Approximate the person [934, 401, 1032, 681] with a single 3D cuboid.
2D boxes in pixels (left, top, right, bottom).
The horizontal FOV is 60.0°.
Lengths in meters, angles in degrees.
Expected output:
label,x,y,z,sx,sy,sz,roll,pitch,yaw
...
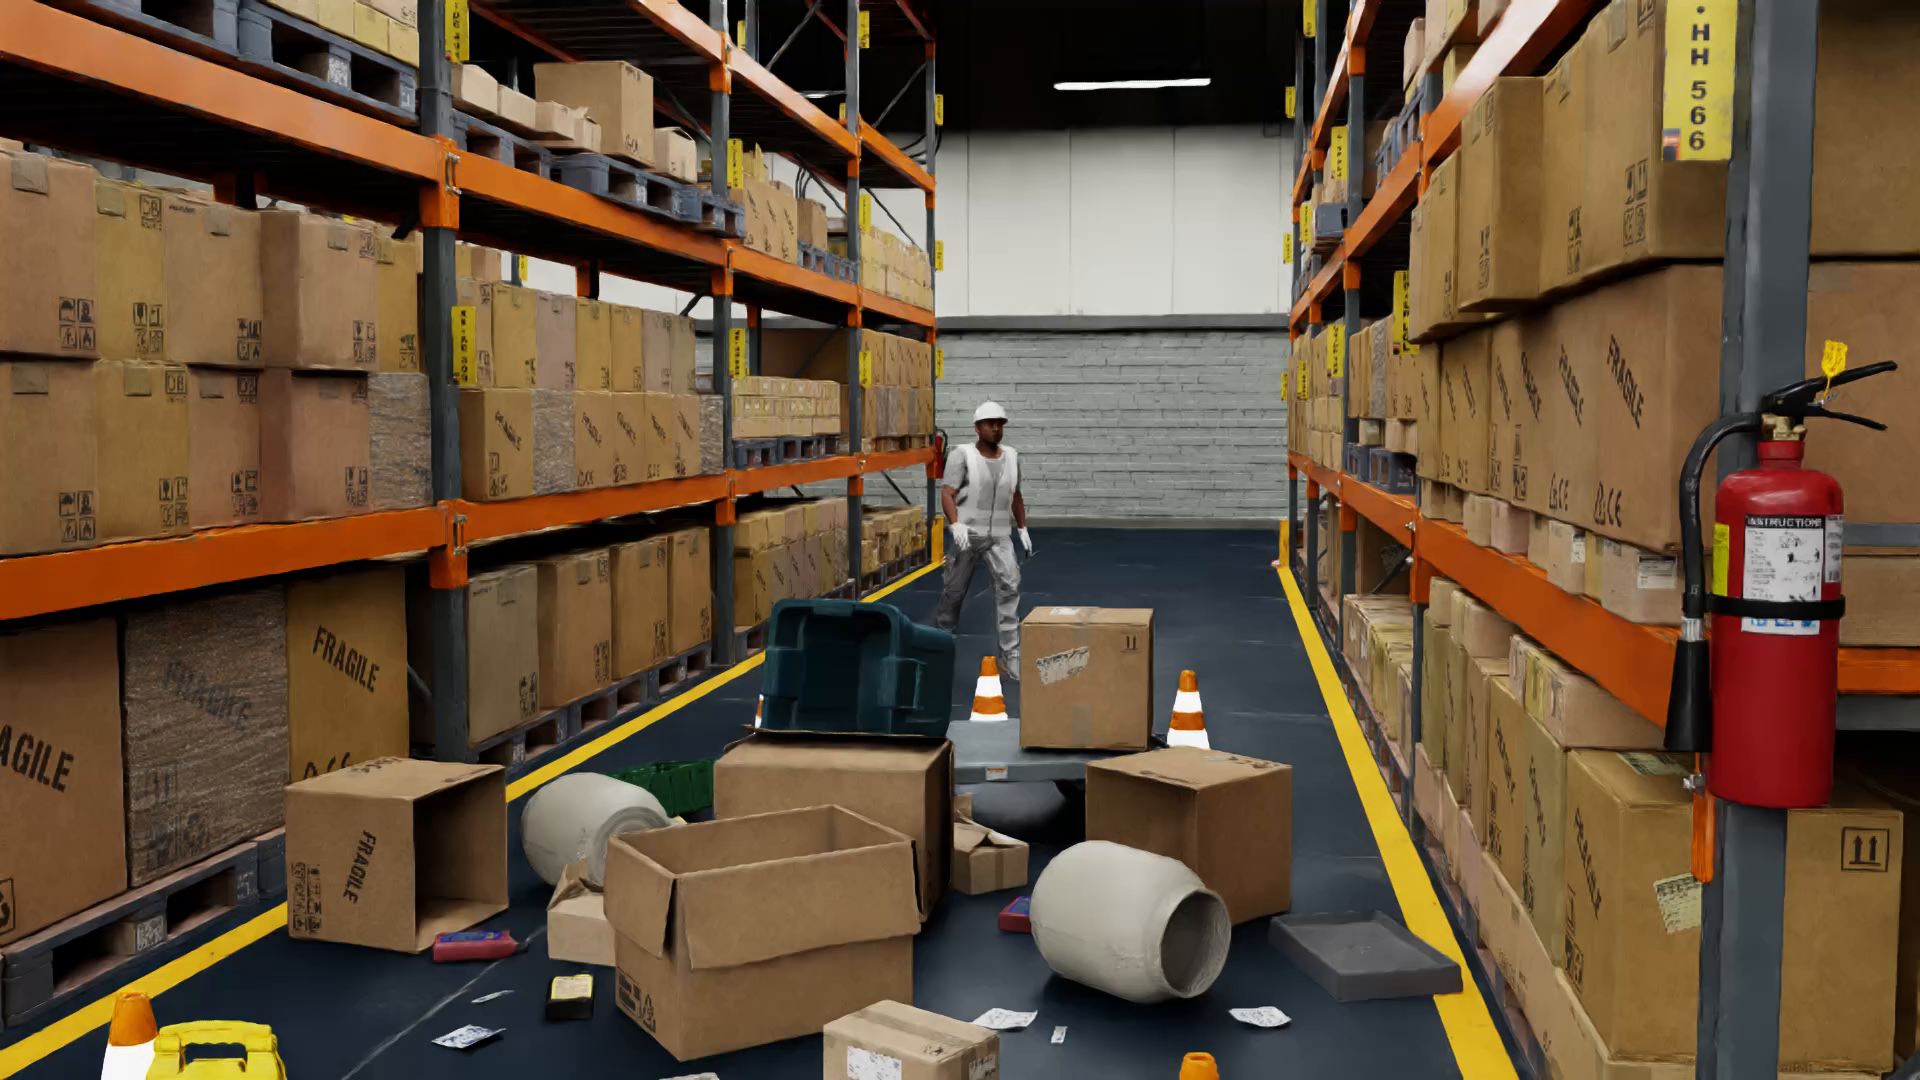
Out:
label,x,y,z,sx,sy,sz,roll,pitch,yaw
person,0.202,-0.016,10.783,0.714,1.763,0.910,-2,5,-24
